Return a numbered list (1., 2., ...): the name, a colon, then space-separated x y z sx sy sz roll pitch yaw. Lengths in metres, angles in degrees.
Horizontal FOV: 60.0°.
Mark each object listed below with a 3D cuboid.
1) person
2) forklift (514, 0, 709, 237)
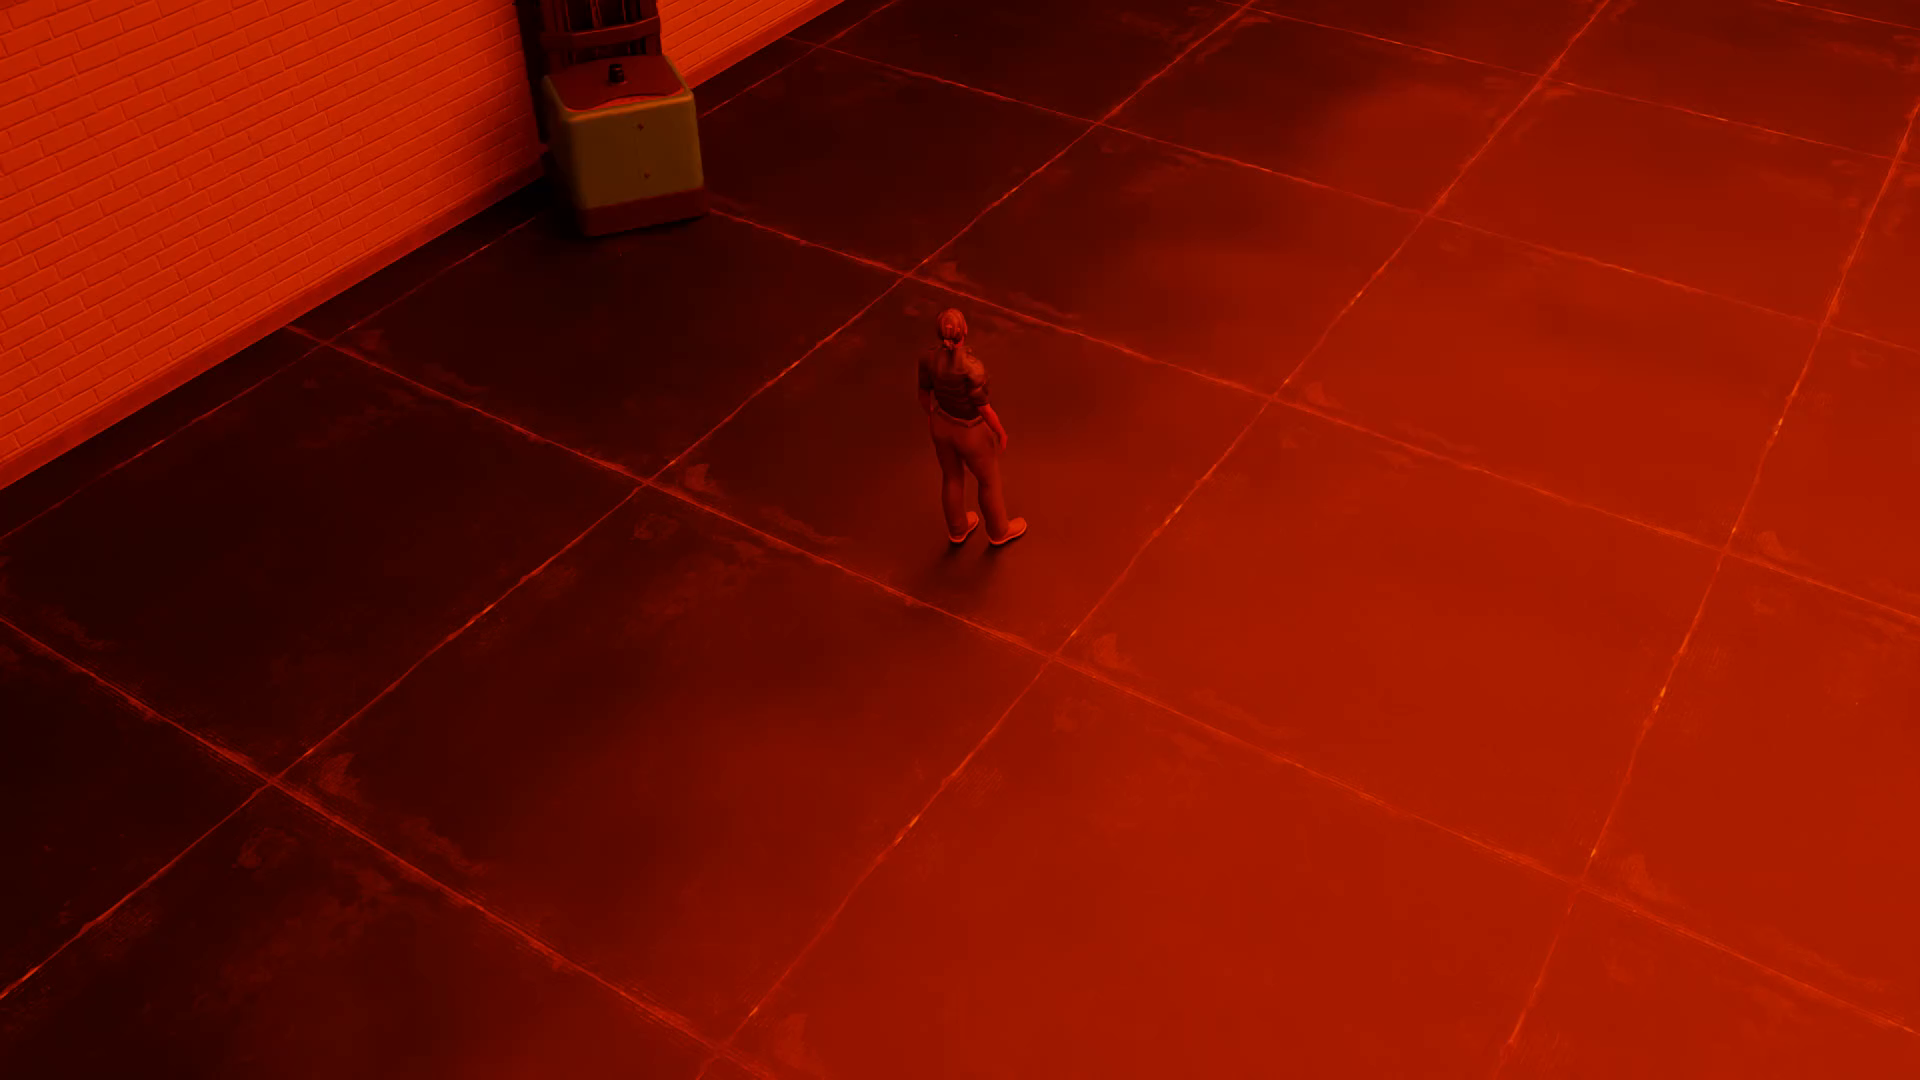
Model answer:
1. person: 0.064 -0.673 9.747 0.569 1.643 0.504 22 45 24
2. forklift: -3.033 -4.424 13.187 1.130 2.935 3.031 -15 43 -17
